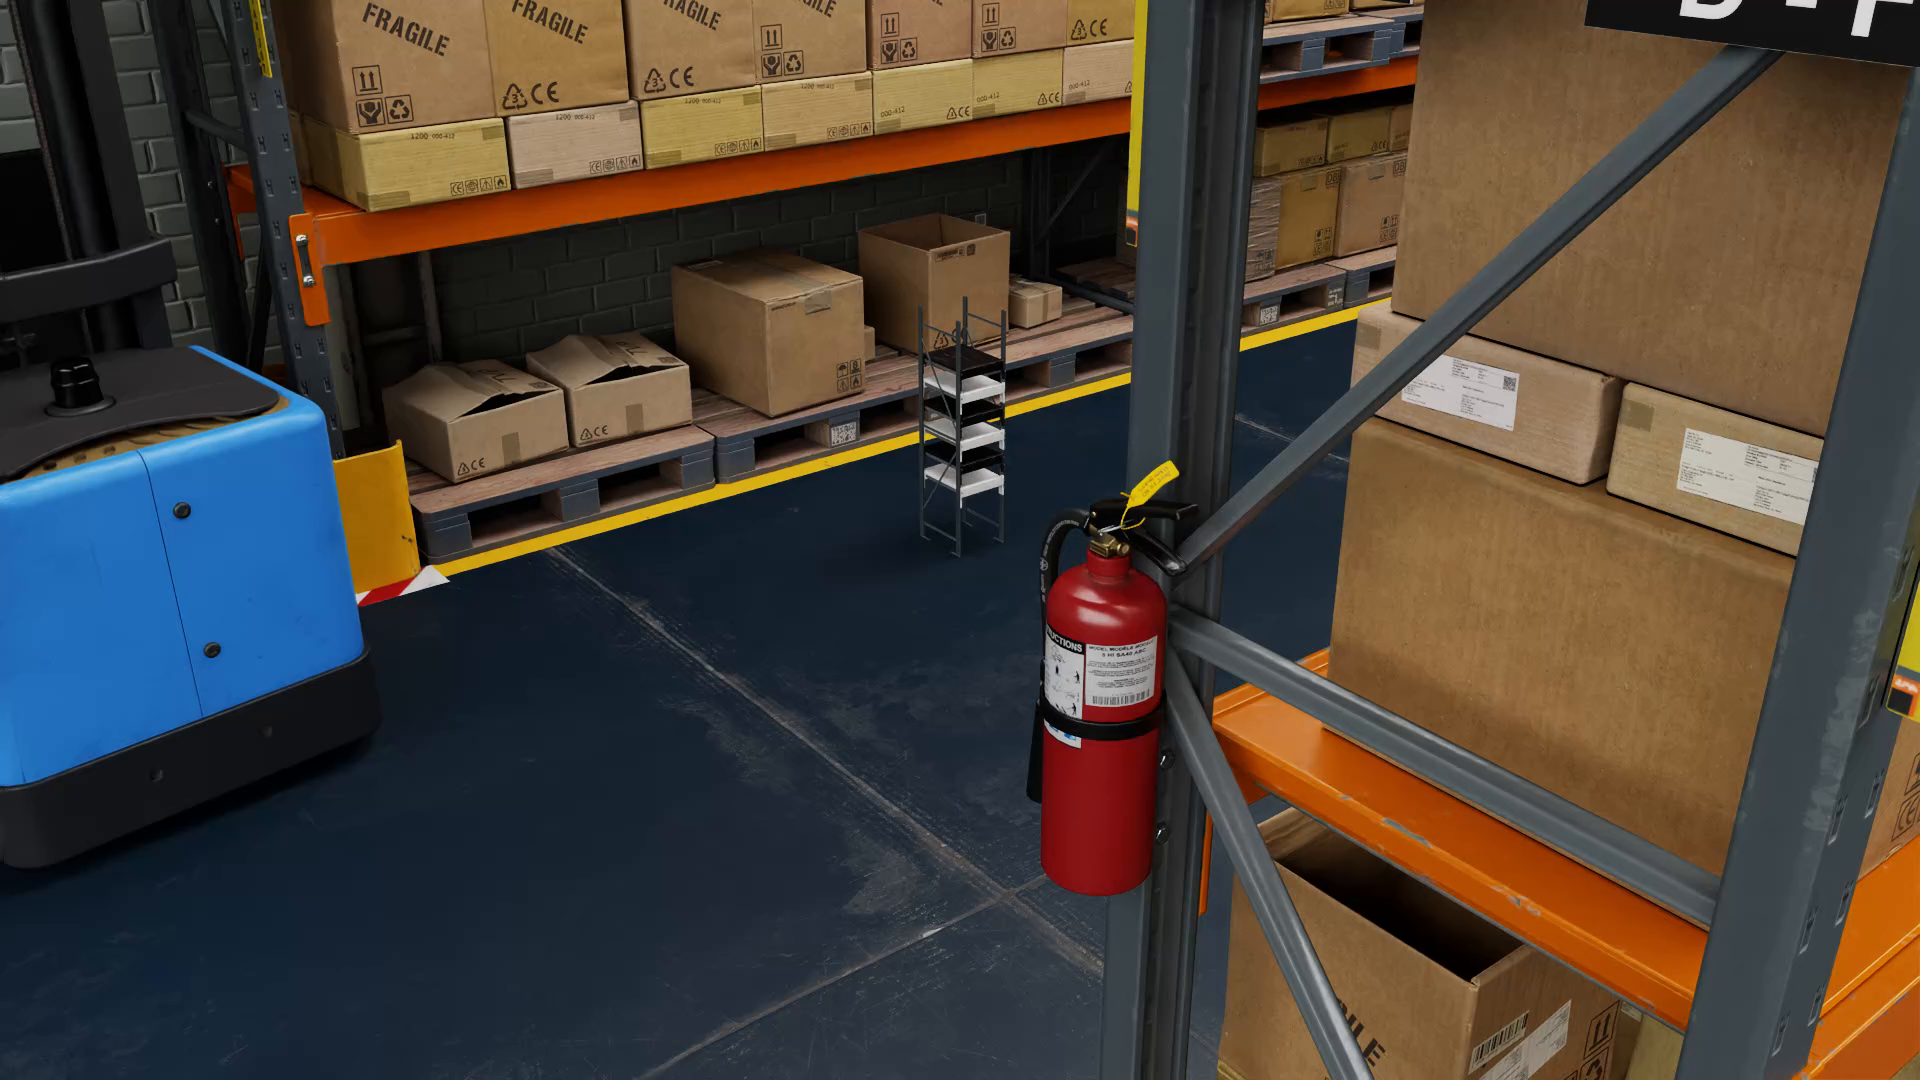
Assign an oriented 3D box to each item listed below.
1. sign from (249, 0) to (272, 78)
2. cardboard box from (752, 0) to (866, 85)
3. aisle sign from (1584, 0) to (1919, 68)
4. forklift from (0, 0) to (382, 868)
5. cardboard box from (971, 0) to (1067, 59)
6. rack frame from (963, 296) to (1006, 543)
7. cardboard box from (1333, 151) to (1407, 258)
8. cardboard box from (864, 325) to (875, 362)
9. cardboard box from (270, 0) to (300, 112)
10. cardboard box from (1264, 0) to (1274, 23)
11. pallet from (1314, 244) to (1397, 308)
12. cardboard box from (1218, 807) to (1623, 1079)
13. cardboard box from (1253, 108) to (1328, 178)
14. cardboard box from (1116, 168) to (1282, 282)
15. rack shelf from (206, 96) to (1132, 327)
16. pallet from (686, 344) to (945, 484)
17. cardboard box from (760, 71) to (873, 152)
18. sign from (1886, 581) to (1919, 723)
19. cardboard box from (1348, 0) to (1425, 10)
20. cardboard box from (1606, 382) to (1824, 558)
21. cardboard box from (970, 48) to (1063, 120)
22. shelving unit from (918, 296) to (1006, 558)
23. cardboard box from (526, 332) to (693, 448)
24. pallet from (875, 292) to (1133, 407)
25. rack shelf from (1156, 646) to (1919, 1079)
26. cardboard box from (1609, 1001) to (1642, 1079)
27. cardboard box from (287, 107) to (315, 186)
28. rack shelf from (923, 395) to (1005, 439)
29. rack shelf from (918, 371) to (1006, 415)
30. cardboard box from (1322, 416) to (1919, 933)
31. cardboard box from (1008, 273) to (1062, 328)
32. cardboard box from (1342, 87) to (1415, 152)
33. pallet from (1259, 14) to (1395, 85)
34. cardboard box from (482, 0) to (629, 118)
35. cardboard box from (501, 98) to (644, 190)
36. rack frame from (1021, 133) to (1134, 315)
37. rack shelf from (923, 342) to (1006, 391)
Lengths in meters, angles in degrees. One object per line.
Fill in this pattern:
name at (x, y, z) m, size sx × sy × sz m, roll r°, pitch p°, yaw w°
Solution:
sign at (-2.139, -1.579, 5.061) m, size 0.005 × 0.325 × 0.100 m, roll -18°, pitch 31°, yaw -34°
cardboard box at (-0.709, -2.067, 6.404) m, size 0.500 × 0.500 × 0.500 m, roll -17°, pitch 30°, yaw -32°
aisle sign at (0.723, -0.787, 1.294) m, size 0.004 × 0.787 × 0.394 m, roll -18°, pitch 31°, yaw -34°
forklift at (-3.126, -1.002, 4.927) m, size 3.031 × 2.935 × 1.130 m, roll 22°, pitch 33°, yaw 39°
cardboard box at (0.103, -2.329, 6.970) m, size 0.500 × 0.500 × 0.500 m, roll -18°, pitch 31°, yaw -34°
rack frame at (0.086, -0.437, 6.122) m, size 0.006 × 0.900 × 0.240 m, roll -18°, pitch 31°, yaw -34°
cardboard box at (2.044, -1.937, 9.308) m, size 0.500 × 0.500 × 0.700 m, roll -18°, pitch 30°, yaw -33°
cardboard box at (-0.598, -0.903, 7.496) m, size 0.250 × 0.149 × 0.380 m, roll -21°, pitch 32°, yaw -38°
cardboard box at (-2.235, -1.840, 5.915) m, size 0.500 × 0.500 × 0.500 m, roll -19°, pitch 31°, yaw -35°
cardboard box at (1.095, -2.771, 8.016) m, size 0.500 × 0.500 × 0.700 m, roll -18°, pitch 30°, yaw -34°
pallet at (2.246, -1.662, 9.579) m, size 1.213 × 0.211 × 1.003 m, roll -18°, pitch 31°, yaw -34°
cardboard box at (0.824, 0.753, 2.941) m, size 0.500 × 0.500 × 0.500 m, roll -18°, pitch 31°, yaw -34°
cardboard box at (1.587, -2.123, 8.817) m, size 0.500 × 0.250 × 0.500 m, roll -19°, pitch 31°, yaw -35°
cardboard box at (1.242, -1.667, 8.726) m, size 0.500 × 0.500 × 0.700 m, roll -17°, pitch 30°, yaw -32°
rack shelf at (-0.900, -1.559, 6.901) m, size 4.000 × 0.370 × 1.077 m, roll -18°, pitch 31°, yaw -34°
pallet at (-0.794, -0.635, 7.368) m, size 1.213 × 0.211 × 1.003 m, roll -18°, pitch 31°, yaw -34°
cardboard box at (-0.691, -1.729, 6.567) m, size 0.500 × 0.250 × 0.500 m, roll -18°, pitch 30°, yaw -34°
sign at (0.923, 0.031, 1.498) m, size 0.005 × 0.325 × 0.100 m, roll -18°, pitch 31°, yaw -34°
cardboard box at (2.038, -3.095, 8.714) m, size 0.500 × 0.500 × 0.700 m, roll -14°, pitch 28°, yaw -27°
cardboard box at (1.027, -0.096, 2.005) m, size 0.250 × 0.149 × 0.380 m, roll -19°, pitch 31°, yaw -34°
cardboard box at (0.090, -1.996, 7.142) m, size 0.500 × 0.250 × 0.500 m, roll -18°, pitch 30°, yaw -34°
shelving unit at (0.006, -0.410, 6.065) m, size 0.210 × 0.900 × 0.258 m, roll -18°, pitch 31°, yaw -34°
cardboard box at (-1.426, -0.644, 6.746) m, size 0.500 × 0.311 × 0.500 m, roll -15°, pitch 29°, yaw -30°
pallet at (0.167, -0.954, 8.055) m, size 1.213 × 0.211 × 1.003 m, roll -18°, pitch 31°, yaw -34°
rack shelf at (2.159, 0.081, 3.367) m, size 4.000 × 0.370 × 1.077 m, roll -18°, pitch 31°, yaw -34°
cardboard box at (1.211, 0.960, 3.386) m, size 0.500 × 0.250 × 0.500 m, roll -18°, pitch 31°, yaw -34°
cardboard box at (-2.226, -1.493, 6.057) m, size 0.500 × 0.250 × 0.500 m, roll -18°, pitch 30°, yaw -33°
rack shelf at (0.006, -0.462, 6.041) m, size 0.200 × 0.077 × 0.258 m, roll -18°, pitch 31°, yaw -34°
rack shelf at (0.006, -0.543, 6.003) m, size 0.200 × 0.077 × 0.258 m, roll -18°, pitch 31°, yaw -34°
cardboard box at (0.961, 0.112, 2.327) m, size 0.500 × 0.500 × 0.700 m, roll -18°, pitch 31°, yaw -34°
cardboard box at (0.271, -1.170, 8.052) m, size 0.380 × 0.166 × 0.250 m, roll 22°, pitch 33°, yaw 39°
cardboard box at (2.398, -2.383, 9.378) m, size 0.500 × 0.250 × 0.500 m, roll -18°, pitch 31°, yaw -34°
pallet at (1.365, -2.468, 8.233) m, size 1.213 × 0.211 × 1.003 m, roll -18°, pitch 31°, yaw -34°
cardboard box at (-1.518, -1.797, 5.822) m, size 0.500 × 0.500 × 0.500 m, roll -18°, pitch 30°, yaw -34°
cardboard box at (-1.495, -1.468, 6.005) m, size 0.500 × 0.250 × 0.500 m, roll -19°, pitch 31°, yaw -36°
rack frame at (0.673, -2.405, 7.869) m, size 0.127 × 3.000 × 1.000 m, roll -18°, pitch 31°, yaw -34°
rack shelf at (0.006, -0.625, 5.965) m, size 0.200 × 0.077 × 0.258 m, roll -18°, pitch 31°, yaw -34°
